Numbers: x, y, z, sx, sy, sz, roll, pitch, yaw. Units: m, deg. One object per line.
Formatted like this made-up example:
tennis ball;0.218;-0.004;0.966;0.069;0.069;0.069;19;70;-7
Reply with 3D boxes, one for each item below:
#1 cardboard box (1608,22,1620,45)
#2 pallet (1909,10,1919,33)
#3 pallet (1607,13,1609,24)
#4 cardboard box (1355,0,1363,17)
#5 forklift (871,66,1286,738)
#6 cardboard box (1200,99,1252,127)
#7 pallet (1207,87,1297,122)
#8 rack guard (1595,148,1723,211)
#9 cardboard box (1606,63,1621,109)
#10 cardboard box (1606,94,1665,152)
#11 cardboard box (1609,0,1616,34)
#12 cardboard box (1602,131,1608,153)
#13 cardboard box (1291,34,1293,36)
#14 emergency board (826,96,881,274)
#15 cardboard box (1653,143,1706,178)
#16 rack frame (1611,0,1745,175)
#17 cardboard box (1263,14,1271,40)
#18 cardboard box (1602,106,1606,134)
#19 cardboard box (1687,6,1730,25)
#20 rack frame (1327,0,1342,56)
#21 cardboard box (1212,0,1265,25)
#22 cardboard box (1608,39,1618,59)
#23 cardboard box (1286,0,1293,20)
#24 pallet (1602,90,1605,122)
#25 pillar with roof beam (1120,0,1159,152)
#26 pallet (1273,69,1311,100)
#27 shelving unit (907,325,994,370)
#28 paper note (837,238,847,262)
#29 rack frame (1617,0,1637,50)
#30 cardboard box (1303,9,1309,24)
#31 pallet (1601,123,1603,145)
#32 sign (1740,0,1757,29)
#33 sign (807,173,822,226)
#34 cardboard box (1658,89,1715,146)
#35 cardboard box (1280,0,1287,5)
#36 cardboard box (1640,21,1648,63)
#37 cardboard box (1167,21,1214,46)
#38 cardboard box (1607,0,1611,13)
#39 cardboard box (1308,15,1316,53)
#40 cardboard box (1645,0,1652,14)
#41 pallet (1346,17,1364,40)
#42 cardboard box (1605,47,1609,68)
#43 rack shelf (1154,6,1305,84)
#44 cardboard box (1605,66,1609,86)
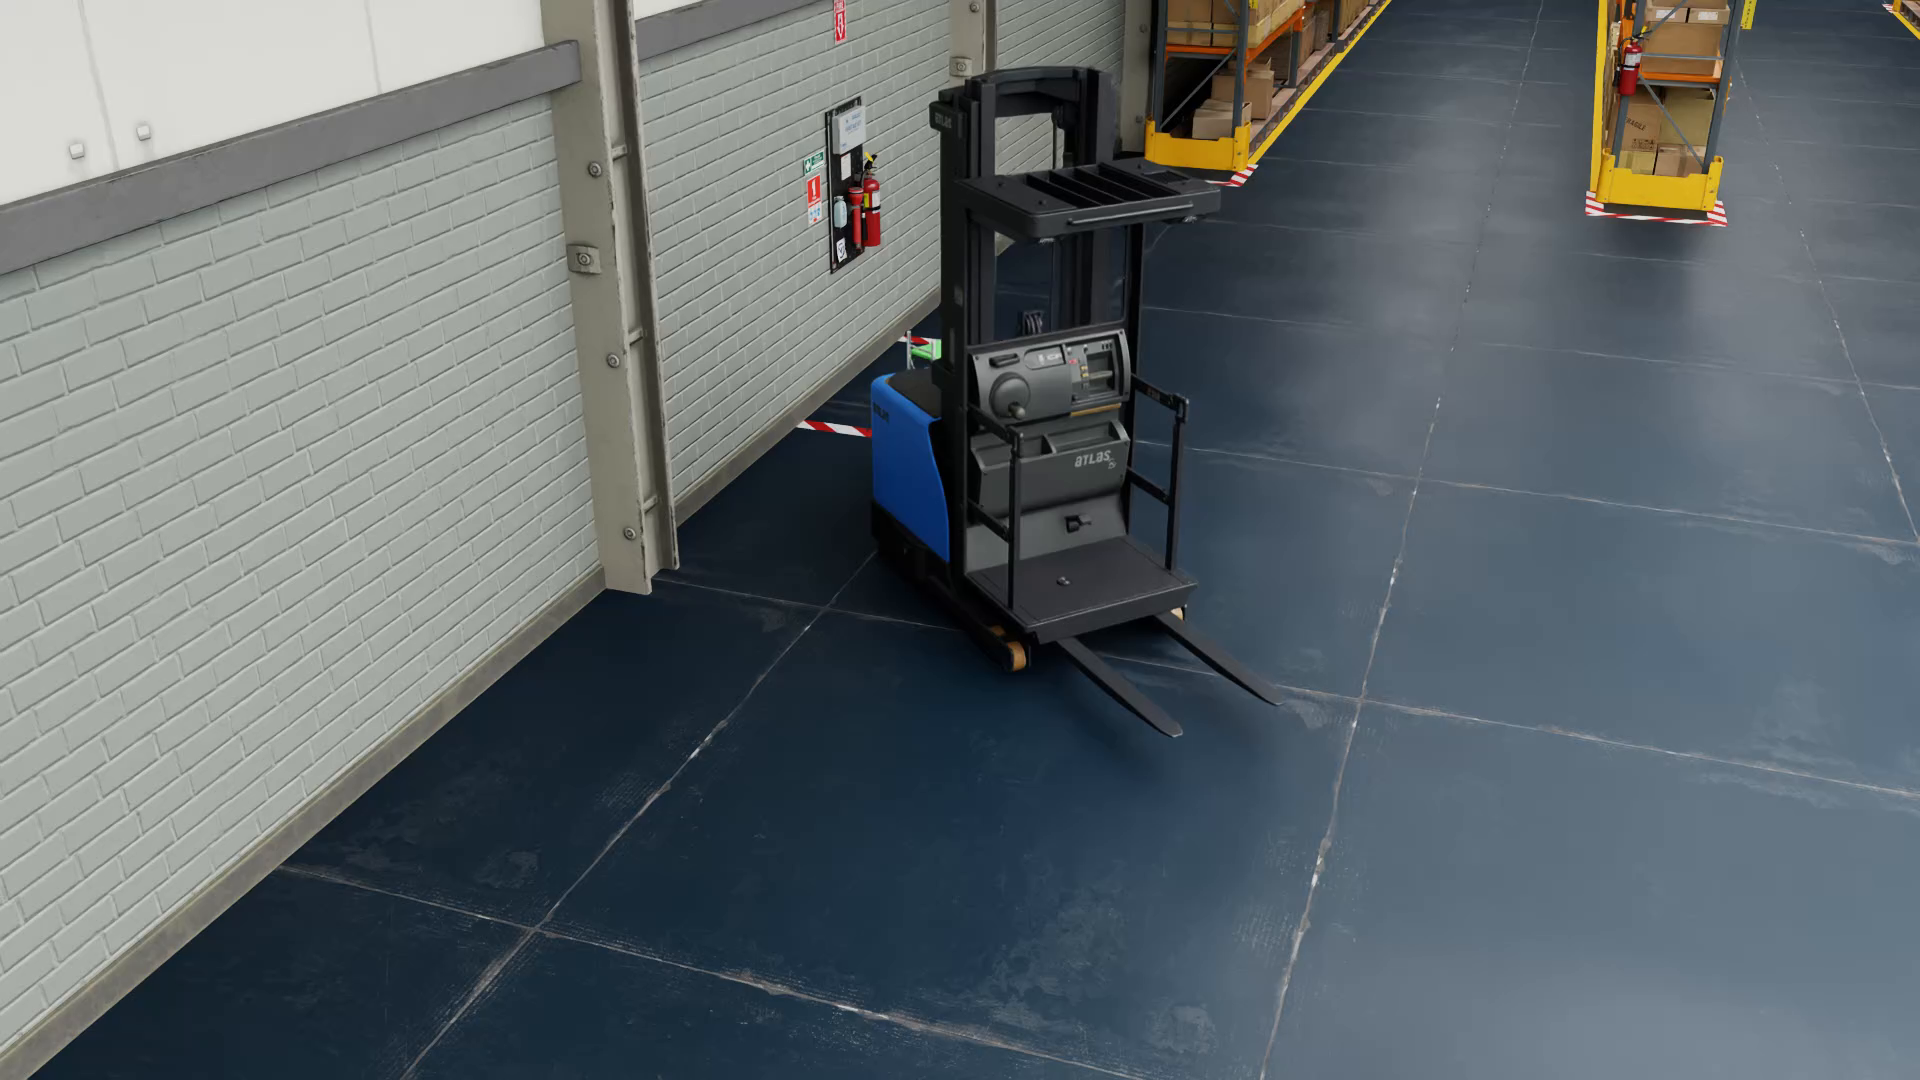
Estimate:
cardboard box;9.577;-7.256;23.825;0.500;0.311;0.500;10;27;19
pallet;16.642;-8.705;27.987;1.003;0.211;1.213;9;27;17
pallet;11.589;-8.896;28.381;1.003;0.211;1.213;9;27;17
cardboard box;6.300;-9.156;27.703;0.750;0.750;0.750;10;27;19
forklift;0.592;-0.842;8.626;1.130;2.935;3.031;-13;29;-25
cardboard box;3.198;-5.148;20.021;0.500;0.311;0.500;11;28;22
pallet;3.835;-5.762;21.909;1.003;0.211;1.213;9;27;17
rack guard;7.358;-3.803;17.530;1.175;0.500;0.348;9;27;17
cardboard box;7.915;-5.314;19.597;0.500;0.500;0.500;9;27;17
cardboard box;7.264;-4.490;17.895;0.500;0.500;0.500;9;27;17
cardboard box;10.460;-8.146;25.995;0.500;0.500;0.500;8;27;15
cardboard box;7.421;-4.360;18.485;0.500;0.250;0.500;9;27;17
cardboard box;4.379;-6.896;23.414;0.700;0.500;0.500;8;27;16
emergency board;-0.744;-2.592;12.161;0.194;1.169;0.643;9;27;17
cardboard box;7.754;-4.077;17.902;0.500;0.250;0.500;9;27;17
rack frame;7.366;-4.938;17.006;1.000;3.000;0.127;9;27;17
cardboard box;3.315;-5.966;19.279;0.500;0.250;0.500;8;27;16
cardboard box;7.915;-4.977;19.760;0.500;0.250;0.500;9;27;17
cardboard box;7.700;-5.405;17.111;0.380;0.149;0.250;9;27;17
rack frame;5.356;-8.942;25.277;1.000;3.000;0.127;9;27;17
cardboard box;3.136;-6.086;18.667;0.500;0.500;0.500;9;27;18
cardboard box;9.068;-6.619;22.508;0.500;0.311;0.500;8;27;17
cardboard box;3.826;-6.589;20.565;0.500;0.250;0.500;9;27;17
pallet;8.906;-5.635;21.646;1.003;0.211;1.213;9;27;17
pillar with roof beam;6.170;-8.143;16.743;9.100;9.000;0.400;9;27;17
pallet;4.282;-6.363;23.150;1.003;0.211;1.213;9;27;17
shelving unit;-0.057;-0.762;10.448;0.503;1.200;0.258;-22;34;-38
paper note;-0.868;-2.133;12.224;0.016;0.148;0.142;9;27;17
rack frame;8.697;-6.581;20.401;1.000;3.000;0.127;9;27;17
cardboard box;4.750;-7.612;24.032;0.500;0.250;0.500;9;27;17
pallet;8.393;-5.006;20.346;1.003;0.211;1.213;9;27;17
sign;7.888;-5.280;16.629;0.100;0.325;0.005;9;27;17
sign;-1.025;-2.396;11.715;0.001;0.329;0.234;9;27;17
cardboard box;7.919;-4.620;18.164;0.500;0.500;0.500;9;27;17
cardboard box;3.648;-6.713;19.961;0.500;0.500;0.500;10;27;19
cardboard box;7.704;-5.389;17.824;0.700;0.500;0.500;9;27;19
cardboard box;2.666;-5.816;18.970;0.500;0.250;0.500;9;27;18
cardboard box;11.282;-9.217;28.208;0.500;0.500;0.500;9;27;17
cardboard box;4.884;-7.517;24.696;0.700;0.500;0.500;9;27;17
cardboard box;7.399;-5.567;17.447;0.380;0.149;0.250;9;27;19
pallet;6.097;-8.500;27.563;1.003;0.211;1.213;9;27;17
cardboard box;9.411;-6.797;23.520;0.500;0.250;0.500;8;27;16
rack shelf;3.359;-6.153;20.341;1.077;0.370;4.000;9;27;17
cardboard box;8.902;-6.163;22.211;0.500;0.250;0.500;9;27;19
